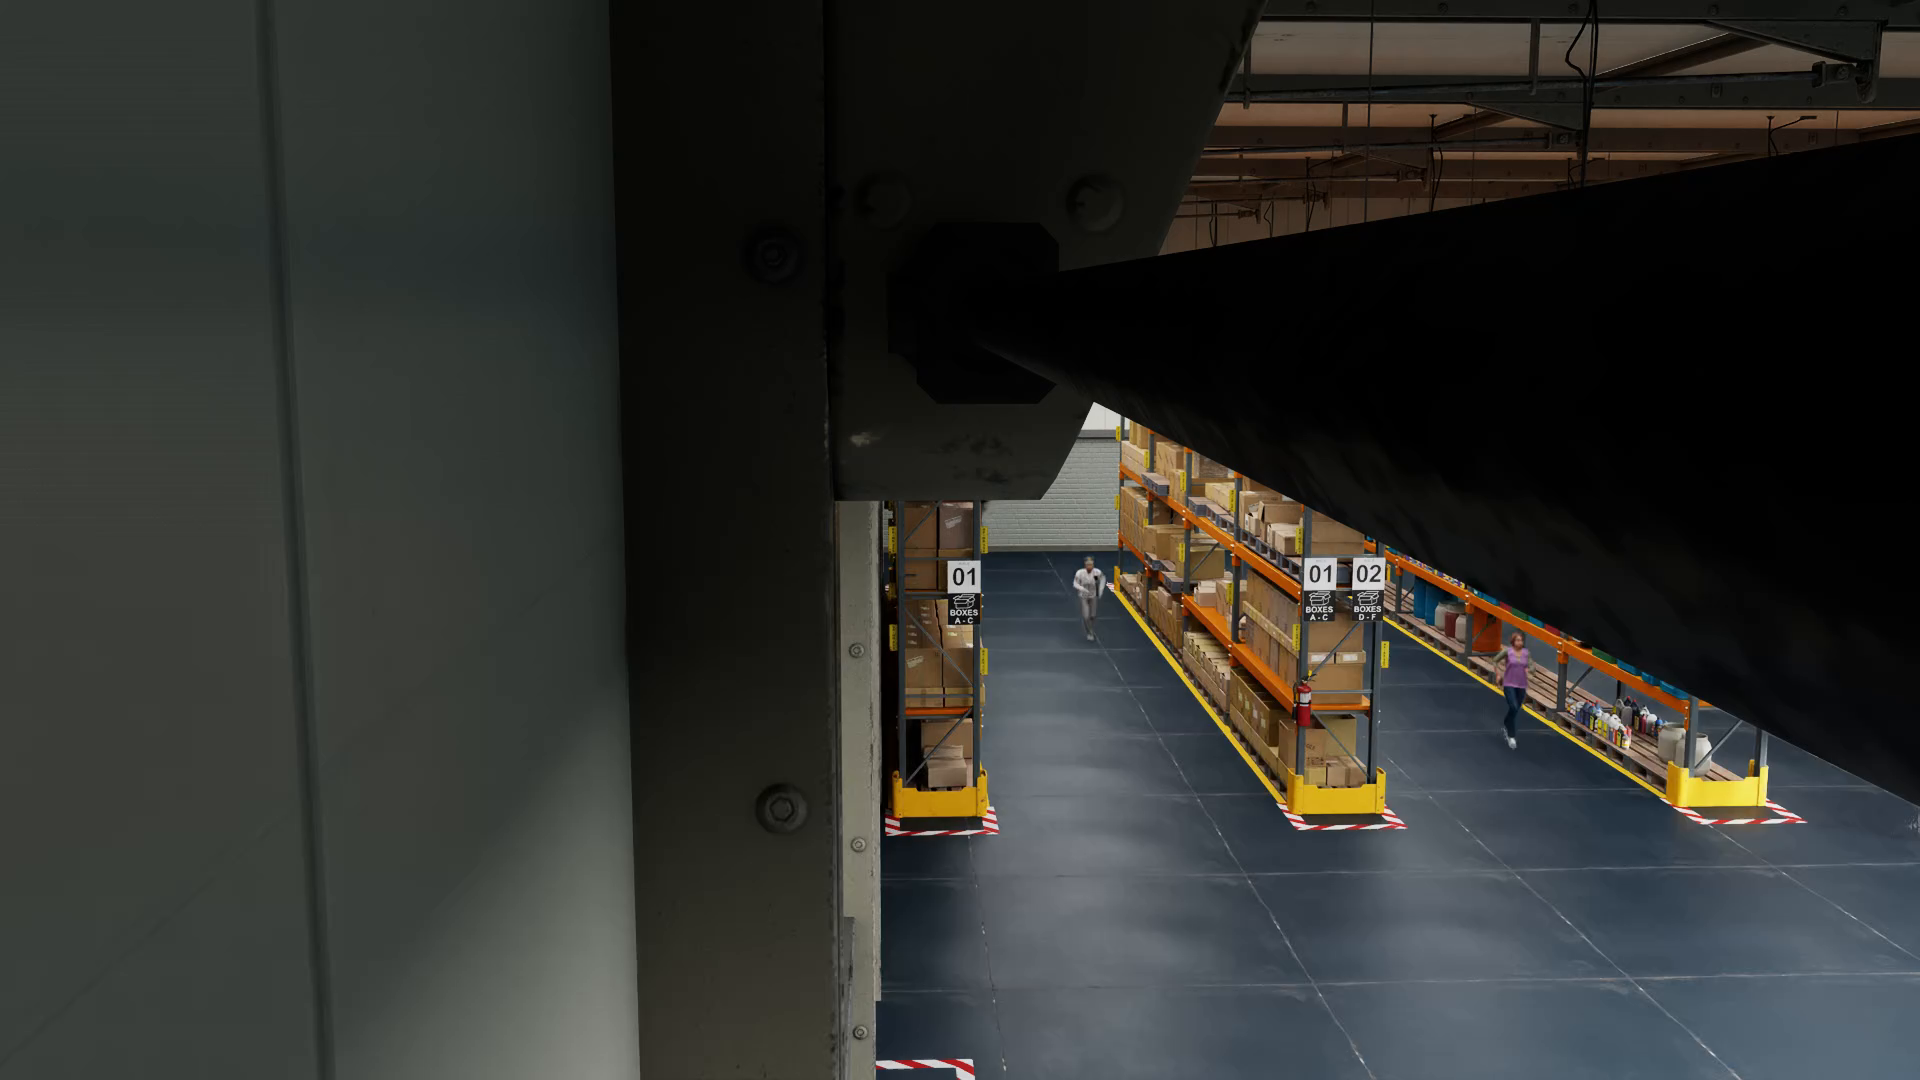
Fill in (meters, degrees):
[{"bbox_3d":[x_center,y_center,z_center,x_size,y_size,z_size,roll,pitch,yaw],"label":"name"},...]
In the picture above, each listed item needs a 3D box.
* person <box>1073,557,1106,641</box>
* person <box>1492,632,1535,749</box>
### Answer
[{"bbox_3d":[2.417,1.089,31.040,0.604,1.616,0.651,1,8,4],"label":"person"},{"bbox_3d":[7.921,2.127,23.780,0.508,1.647,0.728,-1,8,-7],"label":"person"}]
